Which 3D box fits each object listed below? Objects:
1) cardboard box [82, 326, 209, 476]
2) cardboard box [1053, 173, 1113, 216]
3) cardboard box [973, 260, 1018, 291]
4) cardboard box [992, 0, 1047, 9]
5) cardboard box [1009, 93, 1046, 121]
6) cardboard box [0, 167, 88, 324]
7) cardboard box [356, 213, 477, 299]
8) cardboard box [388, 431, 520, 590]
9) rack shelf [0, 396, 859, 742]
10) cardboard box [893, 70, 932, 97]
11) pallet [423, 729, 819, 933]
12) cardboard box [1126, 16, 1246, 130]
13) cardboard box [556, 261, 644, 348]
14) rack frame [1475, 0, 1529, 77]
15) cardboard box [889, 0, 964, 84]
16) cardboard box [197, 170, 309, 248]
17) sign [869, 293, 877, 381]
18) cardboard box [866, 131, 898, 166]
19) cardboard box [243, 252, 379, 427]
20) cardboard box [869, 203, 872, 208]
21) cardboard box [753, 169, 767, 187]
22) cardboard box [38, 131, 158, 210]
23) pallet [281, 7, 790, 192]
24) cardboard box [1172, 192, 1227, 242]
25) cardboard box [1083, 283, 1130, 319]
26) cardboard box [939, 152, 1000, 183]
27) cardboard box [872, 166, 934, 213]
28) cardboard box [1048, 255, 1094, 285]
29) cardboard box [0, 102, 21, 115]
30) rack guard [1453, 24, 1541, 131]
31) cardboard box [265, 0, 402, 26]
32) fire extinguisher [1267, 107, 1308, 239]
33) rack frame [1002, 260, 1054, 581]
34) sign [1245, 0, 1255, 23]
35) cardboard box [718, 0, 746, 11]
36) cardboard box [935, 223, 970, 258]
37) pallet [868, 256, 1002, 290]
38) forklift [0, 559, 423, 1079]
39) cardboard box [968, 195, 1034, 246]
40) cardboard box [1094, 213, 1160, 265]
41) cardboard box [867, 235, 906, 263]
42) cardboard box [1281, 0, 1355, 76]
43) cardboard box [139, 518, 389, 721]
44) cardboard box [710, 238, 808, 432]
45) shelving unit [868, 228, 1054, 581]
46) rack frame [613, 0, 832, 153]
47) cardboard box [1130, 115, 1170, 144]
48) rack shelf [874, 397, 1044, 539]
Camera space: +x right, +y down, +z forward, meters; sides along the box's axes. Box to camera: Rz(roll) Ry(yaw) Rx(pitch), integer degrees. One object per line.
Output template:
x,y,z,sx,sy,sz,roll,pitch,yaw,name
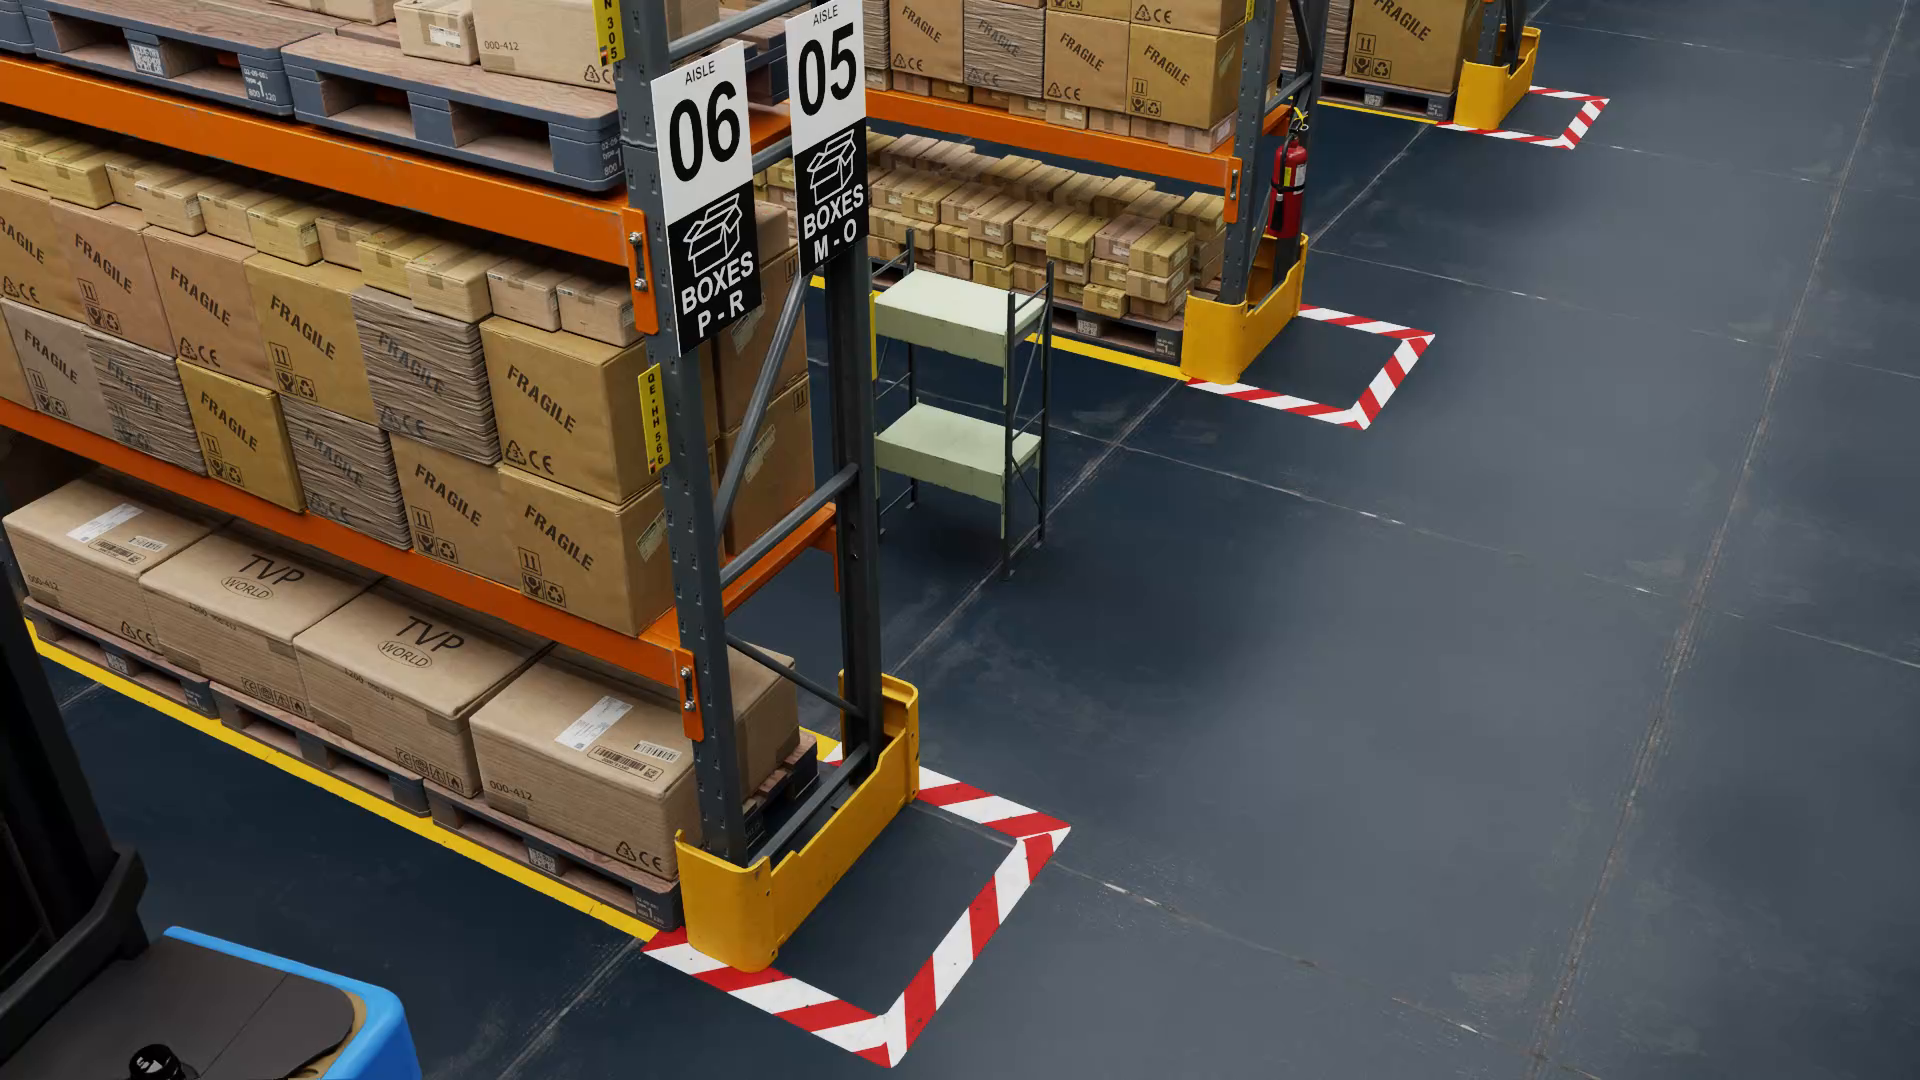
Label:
-2.931,-0.631,6.402,0.500,0.500,0.500,18,38,25,cardboard box
0.772,-2.155,10.437,0.250,0.149,0.380,16,37,22,cardboard box
0.275,-1.705,10.297,0.250,0.149,0.380,16,37,22,cardboard box
0.353,-3.301,9.240,0.500,0.500,0.500,20,38,27,cardboard box
0.476,-2.578,9.641,0.250,0.149,0.380,16,37,22,cardboard box
-3.343,-1.193,6.344,0.500,0.500,0.500,17,37,24,cardboard box
-1.707,-0.933,5.367,0.250,0.149,0.380,18,38,25,cardboard box
-1.578,-0.217,5.780,0.500,0.500,0.500,17,37,23,cardboard box
-2.336,-0.276,6.607,4.000,0.370,1.077,18,37,24,rack shelf
-0.197,-2.805,9.982,0.250,0.149,0.380,19,38,26,cardboard box
-1.332,0.954,6.628,1.213,0.211,1.003,18,37,24,pallet
1.251,-2.600,9.090,0.500,0.500,0.500,18,38,25,cardboard box
-1.010,-0.755,5.100,0.250,0.149,0.380,18,38,25,cardboard box
4.318,-4.794,12.743,0.127,3.000,1.000,18,37,24,rack frame
-0.066,-3.021,9.722,0.500,0.500,0.500,20,38,27,cardboard box
-2.364,-1.161,5.709,0.250,0.149,0.380,19,38,26,cardboard box
-0.319,-0.684,5.718,0.005,0.325,0.100,18,37,24,sign
-0.618,-2.573,11.064,0.250,0.149,0.380,19,38,26,cardboard box
-2.032,-0.768,5.705,0.500,0.500,0.500,17,37,24,cardboard box
-0.594,-2.155,10.704,0.250,0.149,0.380,19,38,27,cardboard box
-1.298,-2.472,10.912,0.250,0.149,0.380,20,38,27,cardboard box
-3.052,-1.343,5.984,0.250,0.149,0.380,16,37,23,cardboard box
-1.249,-1.436,5.073,1.213,0.211,1.003,18,37,24,pallet
1.483,-1.978,10.171,0.250,0.149,0.380,16,37,22,cardboard box
0.935,-1.489,9.974,0.250,0.149,0.380,19,38,26,cardboard box
0.065,-2.354,10.735,0.250,0.149,0.380,18,38,25,cardboard box
-0.358,-2.221,10.535,0.250,0.149,0.380,16,37,22,cardboard box
0.717,-1.697,10.016,0.250,0.149,0.380,16,37,23,cardboard box
-3.696,-1.578,6.336,0.250,0.149,0.380,18,38,25,cardboard box
4.339,-3.747,13.426,0.348,0.500,1.175,18,37,24,rack guard
-1.874,-1.888,5.285,0.500,0.311,0.500,18,38,25,cardboard box
1.759,-1.956,8.887,0.183,0.674,0.296,18,37,24,fire extinguisher
0.312,-0.525,7.686,0.023,1.500,0.400,18,37,24,rack frame
1.476,-2.787,8.399,0.005,0.325,0.100,18,37,24,sign
-1.399,-3.443,10.355,0.500,0.500,0.500,17,37,24,cardboard box
0.048,-1.912,10.340,0.250,0.149,0.380,20,38,27,cardboard box
-0.040,-1.872,10.870,1.213,0.211,1.003,18,37,24,pallet
-3.057,0.883,4.280,3.031,2.935,1.130,11,35,16,forklift
0.252,-1.950,10.128,0.250,0.149,0.380,19,38,26,cardboard box
0.994,-1.791,9.890,0.250,0.149,0.380,18,38,25,cardboard box
-0.400,-1.931,10.637,0.250,0.149,0.380,17,37,23,cardboard box
2.932,-4.472,13.798,0.875,0.875,0.875,18,37,24,cardboard box
-2.803,0.237,7.121,0.875,0.438,0.875,16,37,23,cardboard box
-0.875,-0.752,5.680,0.500,0.500,0.500,17,37,23,cardboard box
-0.006,-0.626,7.837,0.755,1.500,0.431,18,37,24,shelving unit
-0.599,-2.522,3.918,0.127,3.000,1.000,18,37,24,rack frame
1.148,-2.370,9.330,0.250,0.149,0.380,18,37,24,cardboard box
-0.006,-0.355,8.018,0.720,0.370,0.431,18,37,24,rack shelf
